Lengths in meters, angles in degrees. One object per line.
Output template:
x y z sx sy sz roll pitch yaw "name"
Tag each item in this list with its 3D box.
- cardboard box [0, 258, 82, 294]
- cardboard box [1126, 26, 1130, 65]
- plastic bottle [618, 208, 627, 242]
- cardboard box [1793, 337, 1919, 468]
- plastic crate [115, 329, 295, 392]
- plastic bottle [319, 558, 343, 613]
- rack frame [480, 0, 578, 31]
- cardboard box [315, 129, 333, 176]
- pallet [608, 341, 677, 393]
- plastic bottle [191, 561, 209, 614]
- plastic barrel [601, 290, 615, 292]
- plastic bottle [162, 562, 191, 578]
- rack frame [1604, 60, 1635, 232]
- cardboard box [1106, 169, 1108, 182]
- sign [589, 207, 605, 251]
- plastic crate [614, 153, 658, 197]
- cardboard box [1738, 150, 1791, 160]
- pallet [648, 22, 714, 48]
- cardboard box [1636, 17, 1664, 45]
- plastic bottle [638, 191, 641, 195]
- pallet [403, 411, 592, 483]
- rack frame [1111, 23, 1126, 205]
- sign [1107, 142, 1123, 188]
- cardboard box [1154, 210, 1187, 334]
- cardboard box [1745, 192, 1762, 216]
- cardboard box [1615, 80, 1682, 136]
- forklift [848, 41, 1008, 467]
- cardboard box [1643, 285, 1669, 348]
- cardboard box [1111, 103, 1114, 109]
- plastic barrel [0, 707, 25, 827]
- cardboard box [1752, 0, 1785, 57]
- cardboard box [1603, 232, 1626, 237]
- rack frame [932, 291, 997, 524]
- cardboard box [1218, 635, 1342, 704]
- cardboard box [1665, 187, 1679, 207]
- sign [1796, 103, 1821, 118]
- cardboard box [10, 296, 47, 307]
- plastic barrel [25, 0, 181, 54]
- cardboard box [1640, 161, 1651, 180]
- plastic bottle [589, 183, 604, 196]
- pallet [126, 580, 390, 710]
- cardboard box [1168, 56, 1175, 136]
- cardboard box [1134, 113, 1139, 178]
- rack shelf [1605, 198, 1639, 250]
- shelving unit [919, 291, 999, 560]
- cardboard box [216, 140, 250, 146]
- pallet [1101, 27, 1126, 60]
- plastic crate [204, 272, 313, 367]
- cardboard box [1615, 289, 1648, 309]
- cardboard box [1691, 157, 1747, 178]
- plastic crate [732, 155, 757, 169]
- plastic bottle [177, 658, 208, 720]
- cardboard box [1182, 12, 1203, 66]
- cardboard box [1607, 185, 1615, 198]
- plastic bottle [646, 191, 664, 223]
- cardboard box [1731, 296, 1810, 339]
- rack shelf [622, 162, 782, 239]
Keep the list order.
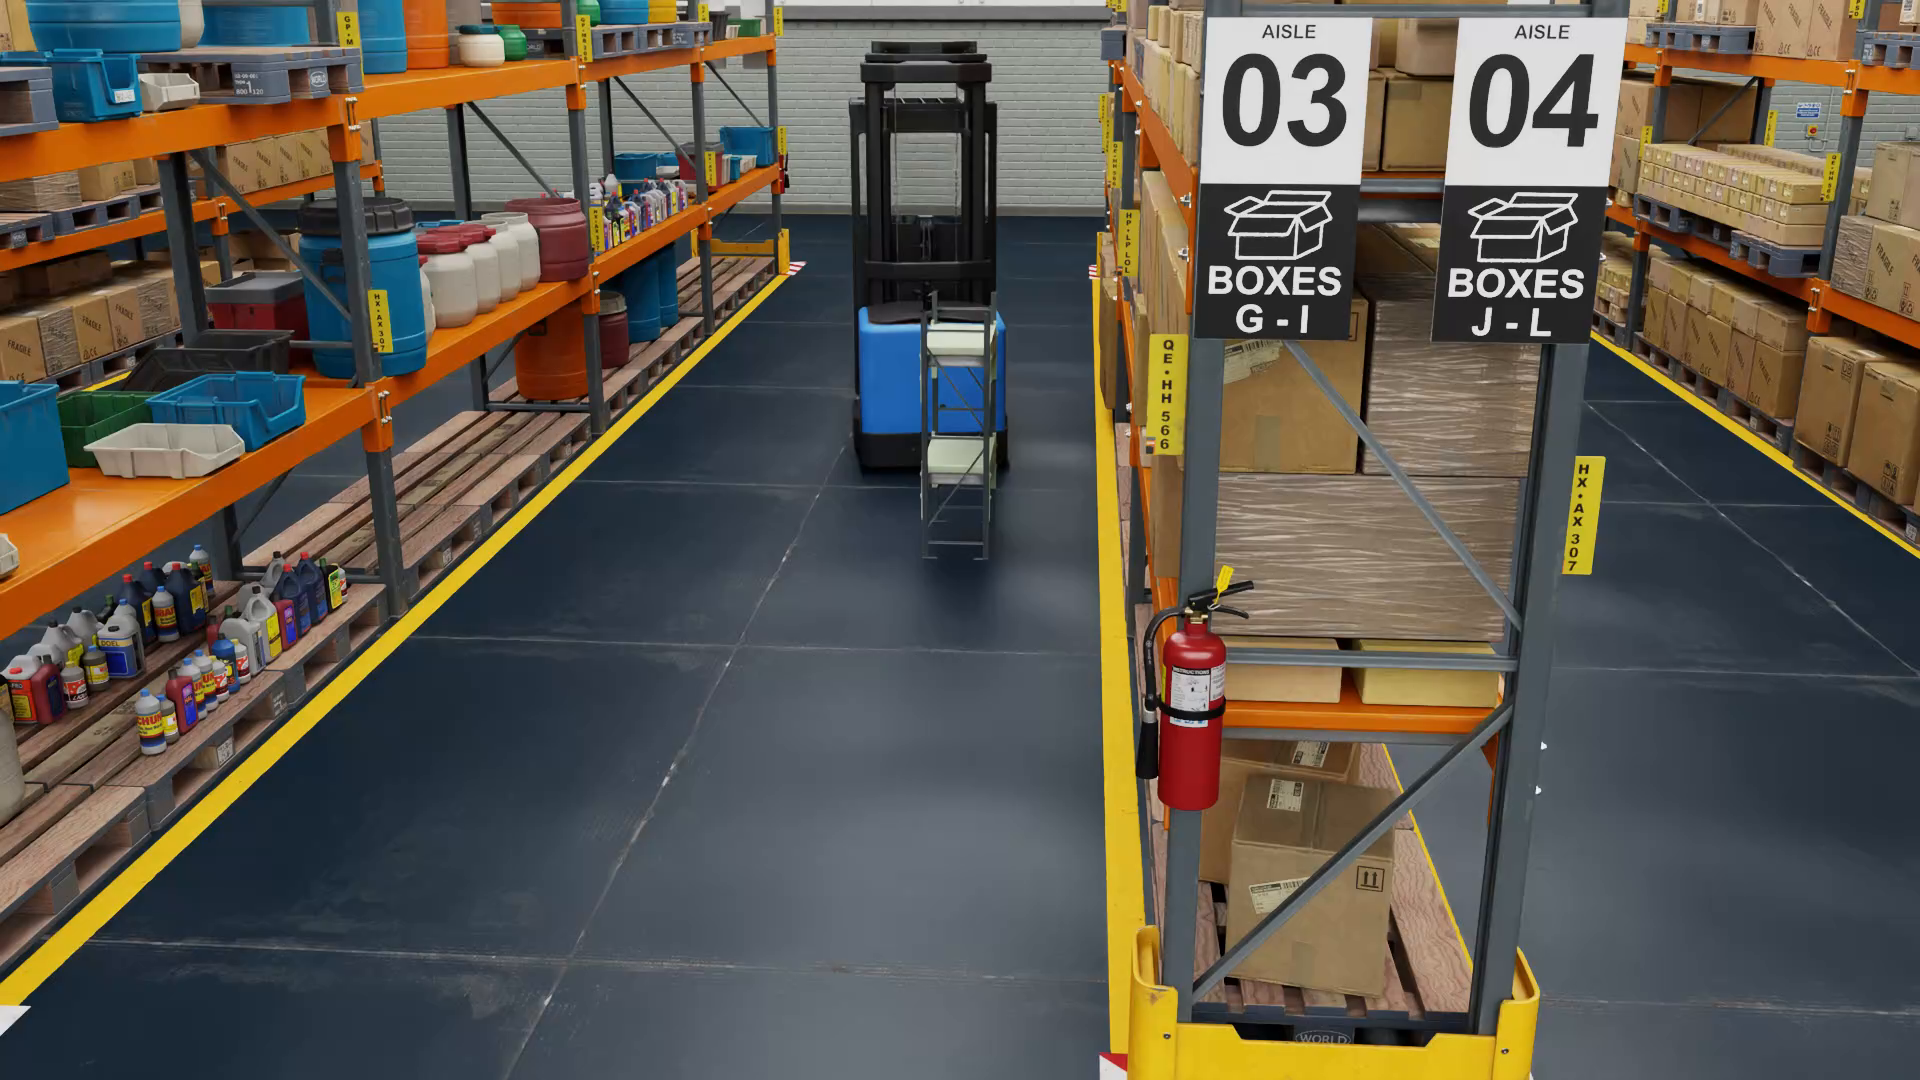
-8.305 -2.380 14.974 0.500 0.250 0.500 1 18 3 "cardboard box"
1.386 -3.363 11.294 0.500 0.250 0.500 2 18 5 "cardboard box"
-2.818 -2.618 13.803 0.097 0.271 0.097 0 18 0 "plastic bottle"
6.480 -0.951 11.446 1.050 0.750 0.750 1 18 3 "cardboard box"
-3.717 -0.828 8.234 0.767 0.338 0.504 1 18 4 "plastic crate"
-3.259 0.221 8.588 0.061 0.283 0.133 2 18 7 "plastic bottle"
-3.266 -5.111 11.569 1.000 3.000 0.127 1 18 4 "rack frame"
-7.469 -4.443 19.004 0.500 0.500 0.500 1 18 4 "cardboard box"
-3.161 -1.559 14.841 1.003 0.211 1.213 1 18 4 "pallet"
-3.903 0.256 8.479 0.061 0.283 0.133 1 18 4 "plastic bottle"
-3.216 -1.958 14.902 0.421 0.512 0.421 0 18 0 "plastic barrel"
-4.009 0.258 8.487 0.152 0.276 0.135 2 18 6 "plastic bottle"
7.187 -4.492 19.315 1.000 3.000 0.127 1 18 4 "rack frame"
1.784 -3.934 18.015 0.380 0.149 0.250 1 18 3 "cardboard box"
-2.717 -2.327 12.447 0.100 0.325 0.005 1 18 4 "sign"
-3.286 -3.676 16.753 0.392 0.384 0.575 1 18 4 "plastic crate"
7.028 -3.320 14.511 0.380 0.149 0.250 1 18 2 "cardboard box"
-2.938 -4.592 15.107 1.213 0.211 1.003 1 18 4 "pallet"
6.666 -4.762 15.563 0.500 0.250 0.500 2 18 5 "cardboard box"
-2.883 -2.997 14.958 0.097 0.271 0.097 0 18 0 "plastic bottle"
-3.361 -0.695 12.206 1.003 0.211 1.213 1 18 4 "pallet"
1.961 -3.392 15.957 1.000 3.000 0.127 1 18 4 "rack frame"
1.120 -2.711 12.020 0.100 0.325 0.005 1 18 4 "sign"
1.006 -0.971 6.325 0.500 0.500 0.500 1 18 4 "cardboard box"
6.229 -2.557 12.661 0.380 0.149 0.250 2 18 5 "cardboard box"
6.696 -4.226 16.260 0.500 0.500 0.500 1 18 2 "cardboard box"
-0.288 -2.320 12.796 1.130 2.935 3.031 -1 18 -4 "forklift"
6.583 -2.038 15.165 0.500 0.500 0.500 2 18 6 "cardboard box"
1.767 -4.122 16.746 0.500 0.500 0.500 1 18 4 "cardboard box"
-3.833 0.846 6.346 0.421 0.512 0.421 0 18 0 "plastic barrel"
6.464 -3.974 12.756 0.500 0.500 0.500 1 18 4 "cardboard box"
7.402 -3.449 19.081 0.380 0.149 0.250 1 18 5 "cardboard box"
0.026 -0.824 10.530 0.400 1.500 0.023 1 18 4 "rack frame"
0.915 0.361 4.906 0.380 0.149 0.250 1 18 4 "cardboard box"
6.359 -2.976 14.417 0.380 0.149 0.250 1 18 4 "cardboard box"
12.469 -6.313 24.439 0.327 0.218 0.001 1 18 4 "sign"
-8.336 -1.849 14.558 0.500 0.500 0.500 1 18 2 "cardboard box"
-3.731 -2.574 7.165 0.600 0.901 0.708 1 18 4 "plastic barrel"
6.414 -3.359 15.109 0.380 0.149 0.250 2 18 5 "cardboard box"
-3.419 -3.194 15.554 0.152 0.276 0.135 1 18 4 "plastic bottle"
-3.643 0.515 8.512 1.003 0.211 1.213 1 18 4 "pallet"
0.960 -1.488 5.572 0.500 0.250 0.500 2 18 5 "cardboard box"
1.833 -3.311 13.939 0.797 0.503 0.637 2 18 6 "cardboard box"
7.044 -3.529 17.531 1.077 0.370 4.000 1 18 4 "rack shelf"
0.000 -0.711 10.183 0.431 1.500 0.755 1 18 4 "shelving unit"
-7.605 -4.277 16.892 0.500 0.500 0.500 2 18 5 "cardboard box"
1.667 -3.686 12.342 1.213 0.211 1.003 2 18 6 "pallet"
-3.824 -1.205 9.181 0.402 0.464 0.583 1 18 4 "plastic crate"
6.606 -2.341 16.176 0.380 0.149 0.250 2 18 5 "cardboard box"
6.322 -3.099 13.837 0.380 0.149 0.250 2 18 6 "cardboard box"
-2.571 -4.391 19.332 0.396 0.136 0.243 1 18 4 "plastic crate"
-3.374 0.649 7.299 0.097 0.271 0.097 0 18 0 "plastic bottle"
0.855 -1.467 4.867 0.380 0.149 0.250 0 18 2 "cardboard box"
6.709 -3.553 16.852 0.380 0.149 0.250 1 18 2 "cardboard box"
-2.757 -3.002 14.966 0.152 0.276 0.135 1 18 4 "plastic bottle"
6.427 -1.751 13.084 0.500 0.250 0.500 2 18 5 "cardboard box"
-2.836 -3.782 18.302 1.077 0.370 4.000 1 18 4 "rack shelf"
